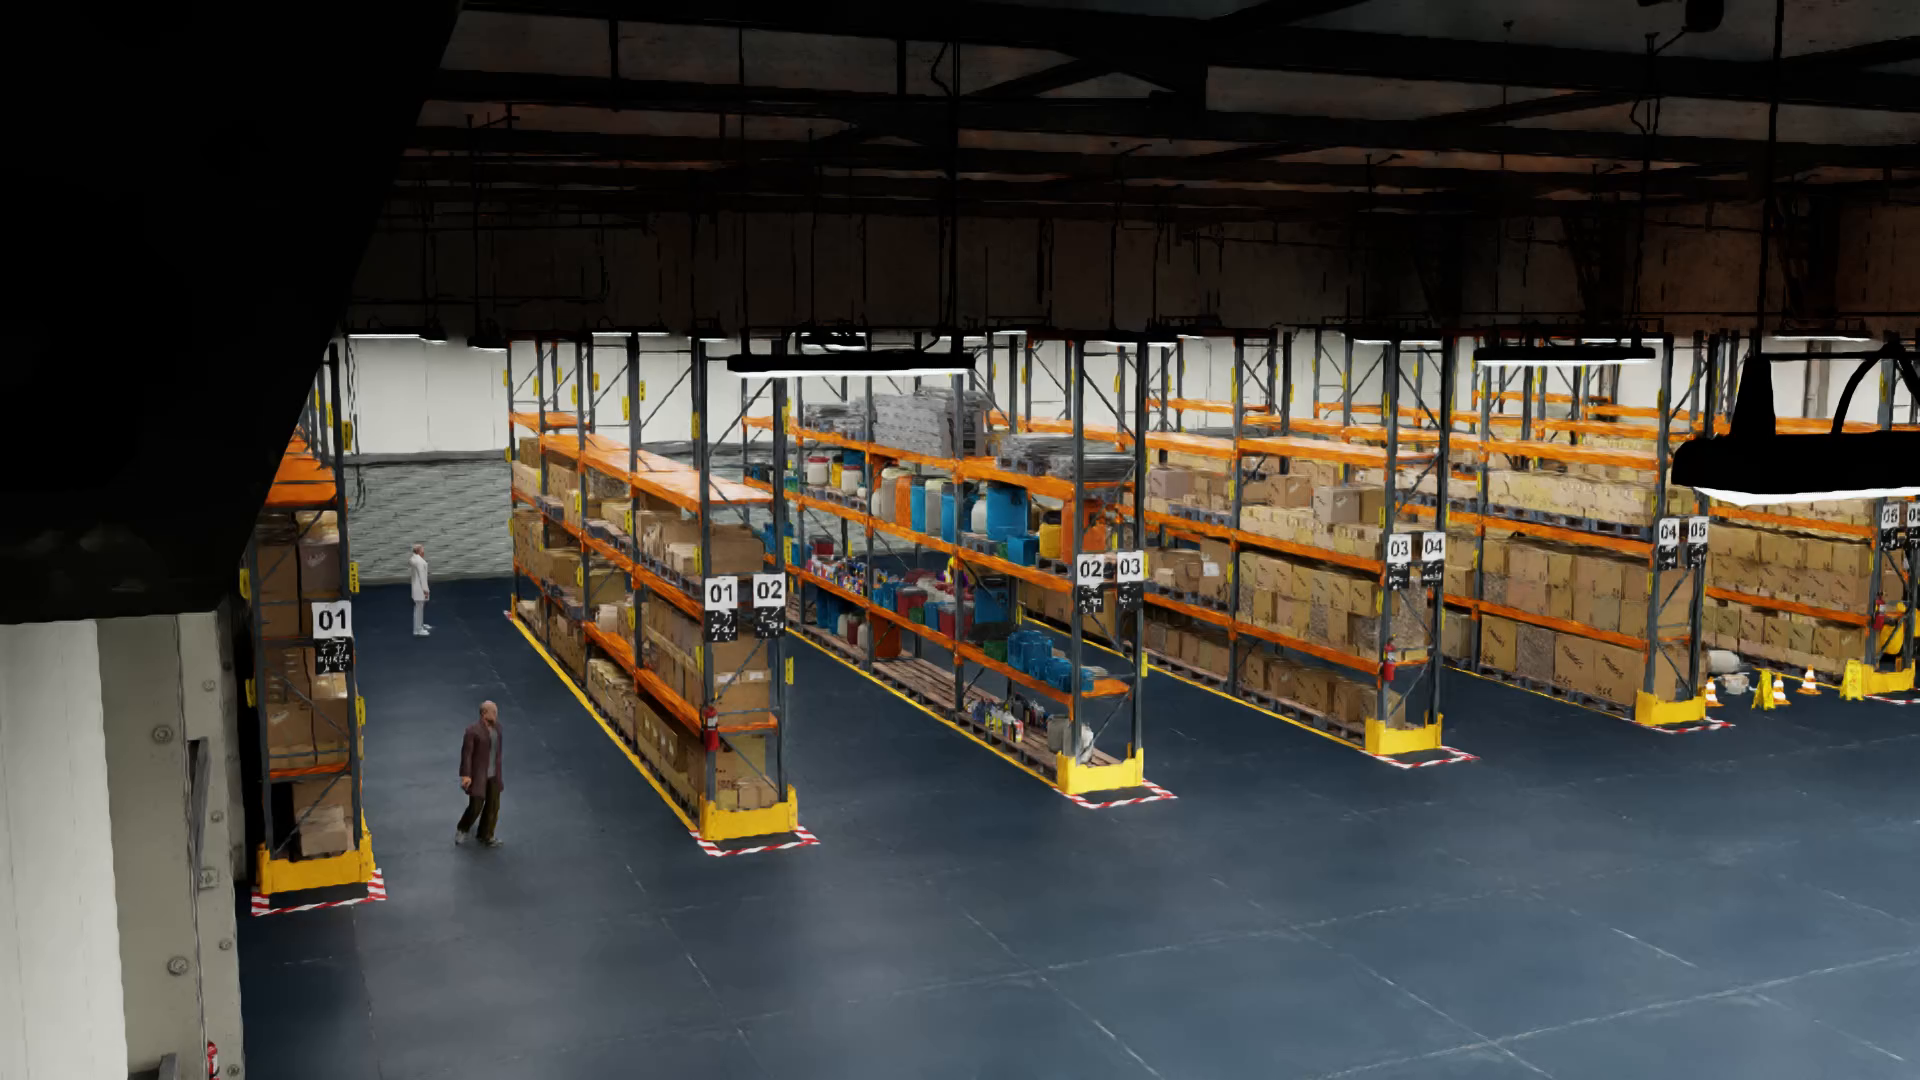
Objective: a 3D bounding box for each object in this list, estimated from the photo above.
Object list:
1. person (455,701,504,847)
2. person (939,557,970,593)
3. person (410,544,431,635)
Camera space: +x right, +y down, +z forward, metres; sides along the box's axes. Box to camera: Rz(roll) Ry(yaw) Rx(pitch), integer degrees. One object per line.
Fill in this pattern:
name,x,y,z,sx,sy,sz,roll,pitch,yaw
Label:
person,-5.735,2.775,19.807,0.594,1.769,0.625,5,9,32
person,-0.107,1.164,31.803,0.589,1.716,1.043,-3,9,-24
person,-10.688,0.951,32.947,0.440,1.785,0.702,-5,9,-31
